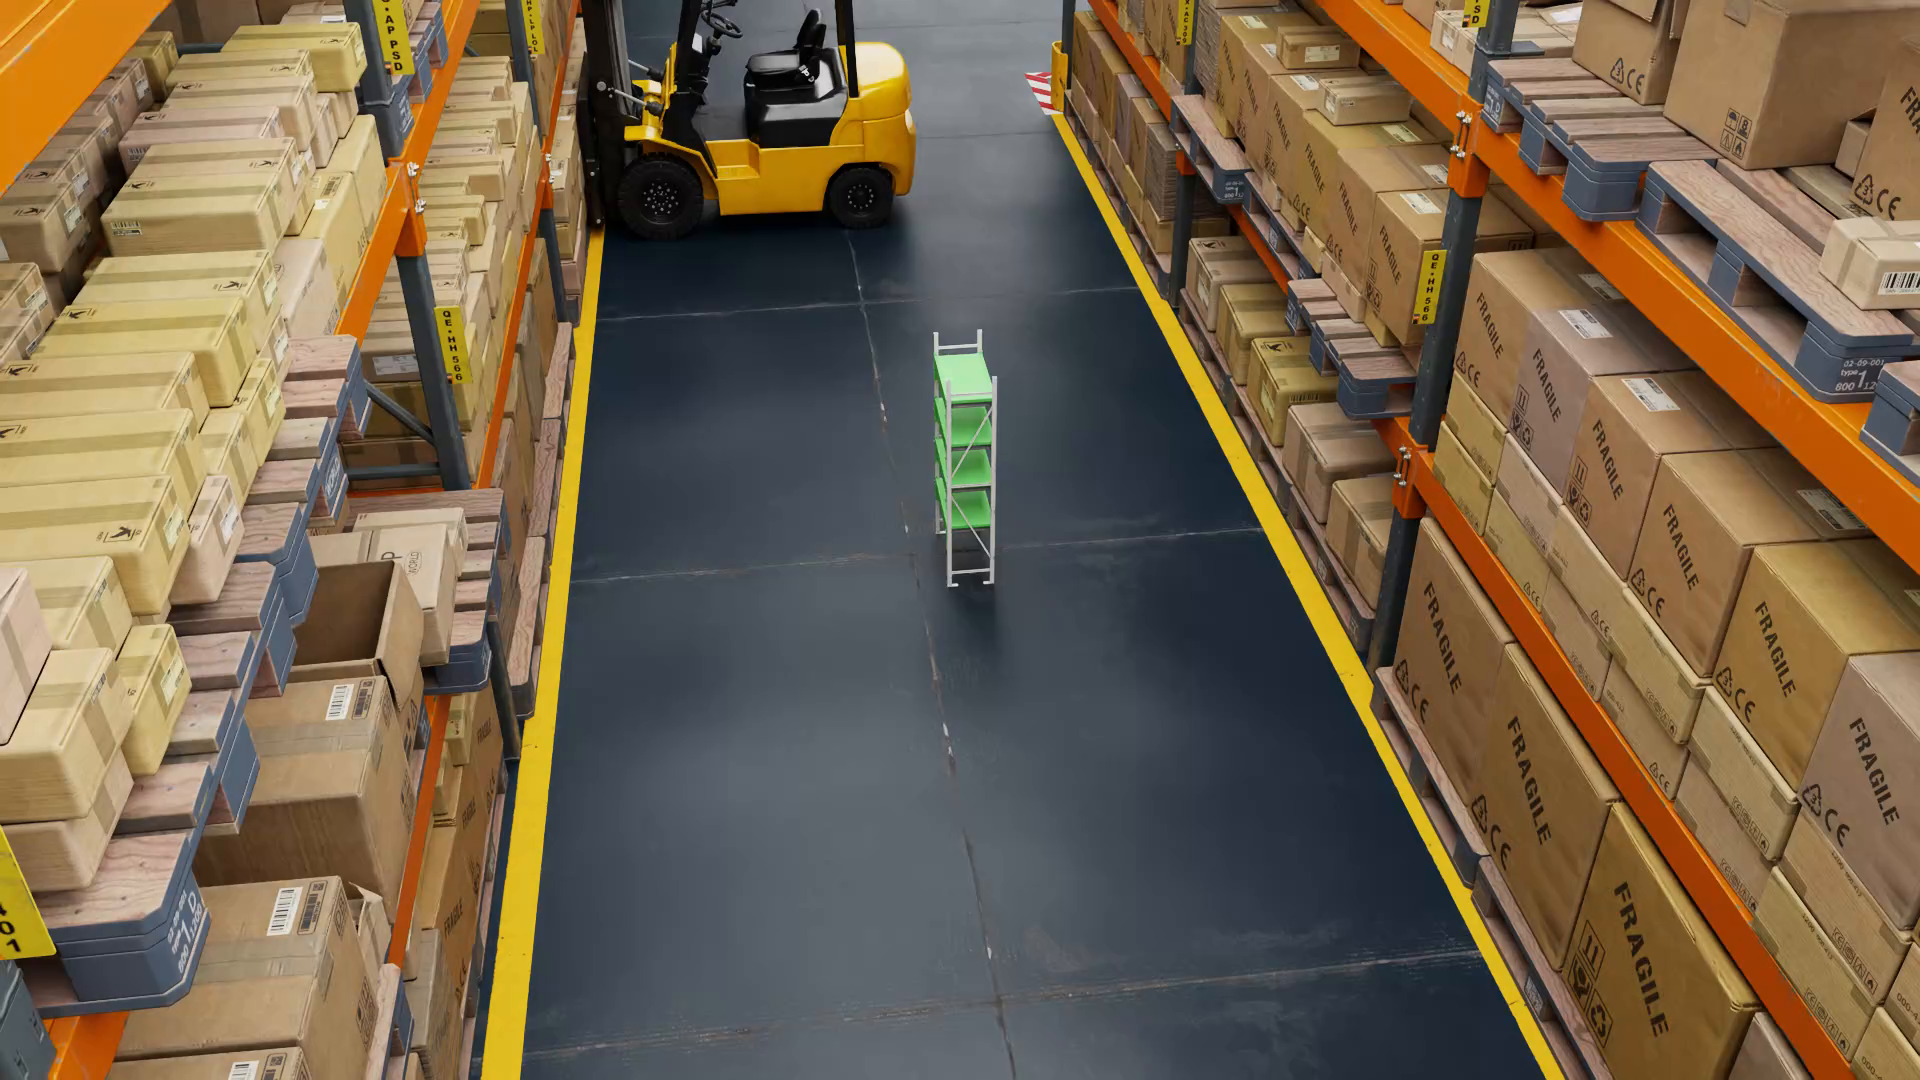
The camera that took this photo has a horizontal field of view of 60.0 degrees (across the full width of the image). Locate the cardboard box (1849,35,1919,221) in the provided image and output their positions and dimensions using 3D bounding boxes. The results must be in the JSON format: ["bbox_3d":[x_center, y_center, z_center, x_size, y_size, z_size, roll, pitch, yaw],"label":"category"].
[{"bbox_3d":[2.972,-1.119,4.732,0.500,0.500,0.500,-4,34,-6],"label":"cardboard box"}]

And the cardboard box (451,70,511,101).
[{"bbox_3d":[-2.689,-2.473,9.179,0.380,0.149,0.250,-5,35,-7],"label":"cardboard box"}]

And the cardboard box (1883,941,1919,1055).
[{"bbox_3d":[2.686,1.234,4.094,0.500,0.250,0.500,-4,35,-6],"label":"cardboard box"}]

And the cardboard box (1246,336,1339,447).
[{"bbox_3d":[2.178,-0.865,9.444,0.950,0.372,0.625,-3,34,-5],"label":"cardboard box"}]

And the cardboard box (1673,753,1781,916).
[{"bbox_3d":[2.559,0.869,5.073,0.500,0.250,0.500,-5,35,-8],"label":"cardboard box"}]

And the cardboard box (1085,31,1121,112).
[{"bbox_3d":[1.285,-3.662,12.991,0.500,0.500,0.500,-6,35,-8],"label":"cardboard box"}]

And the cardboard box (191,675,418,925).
[{"bbox_3d":[-1.951,0.755,4.645,0.700,0.500,0.500,-5,35,-7],"label":"cardboard box"}]

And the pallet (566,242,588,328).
[{"bbox_3d":[-3.074,-1.775,11.296,1.003,0.211,1.213,-4,35,-6],"label":"pallet"}]

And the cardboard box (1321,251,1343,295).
[{"bbox_3d":[1.959,-1.283,7.949,0.380,0.149,0.250,-6,35,-9],"label":"cardboard box"}]

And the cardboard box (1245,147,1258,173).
[{"bbox_3d":[1.803,-2.157,9.230,0.380,0.149,0.250,-4,34,-6],"label":"cardboard box"}]

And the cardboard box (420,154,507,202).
[{"bbox_3d":[-2.428,-1.763,8.137,0.380,0.149,0.250,-5,35,-8],"label":"cardboard box"}]

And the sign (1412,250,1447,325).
[{"bbox_3d":[1.912,-1.026,6.762,0.100,0.325,0.005,-4,35,-6],"label":"sign"}]

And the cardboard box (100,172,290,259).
[{"bbox_3d":[-1.956,-0.820,4.270,0.380,0.149,0.250,-4,35,-6],"label":"cardboard box"}]

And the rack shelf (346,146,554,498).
[{"bbox_3d":[-2.739,-1.067,8.420,1.077,0.370,4.000,-4,35,-6],"label":"rack shelf"}]

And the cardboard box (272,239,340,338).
[{"bbox_3d":[-2.025,-0.598,4.562,0.500,0.250,0.500,-4,35,-6],"label":"cardboard box"}]

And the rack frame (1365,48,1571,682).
[{"bbox_3d":[2.448,-0.626,7.134,1.000,3.000,0.127,-4,35,-6],"label":"rack frame"}]

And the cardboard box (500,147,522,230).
[{"bbox_3d":[-2.549,-1.798,8.543,0.500,0.250,0.500,-4,34,-5],"label":"cardboard box"}]

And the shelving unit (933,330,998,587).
[{"bbox_3d":[0.022,-0.403,8.405,0.258,1.200,0.503,-4,35,-6],"label":"shelving unit"}]

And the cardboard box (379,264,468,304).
[{"bbox_3d":[-2.318,-1.048,7.088,0.380,0.149,0.250,-3,34,-5],"label":"cardboard box"}]

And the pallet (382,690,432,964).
[{"bbox_3d":[-2.204,0.916,5.041,1.003,0.211,1.213,-4,35,-6],"label":"pallet"}]

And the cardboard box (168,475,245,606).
[{"bbox_3d":[-1.659,0.008,3.301,0.380,0.149,0.250,-4,34,-6],"label":"cardboard box"}]

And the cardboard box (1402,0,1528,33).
[{"bbox_3d":[2.330,-2.437,7.038,0.700,0.500,0.500,-4,35,-6],"label":"cardboard box"}]

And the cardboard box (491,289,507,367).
[{"bbox_3d":[-2.427,-1.020,7.845,0.500,0.250,0.500,-5,35,-8],"label":"cardboard box"}]

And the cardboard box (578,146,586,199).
[{"bbox_3d":[-2.893,-2.580,11.625,0.500,0.250,0.500,-5,35,-7],"label":"cardboard box"}]

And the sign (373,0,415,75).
[{"bbox_3d":[-1.932,-1.741,5.648,0.100,0.325,0.005,-4,35,-6],"label":"sign"}]

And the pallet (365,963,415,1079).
[{"bbox_3d":[-1.931,1.609,4.024,1.003,0.211,1.213,-4,35,-6],"label":"pallet"}]

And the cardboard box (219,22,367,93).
[{"bbox_3d":[-2.131,-1.544,5.332,0.380,0.149,0.250,-3,34,-5],"label":"cardboard box"}]

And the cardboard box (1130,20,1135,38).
[{"bbox_3d":[1.420,-3.623,11.754,0.380,0.149,0.250,-5,35,-7],"label":"cardboard box"}]

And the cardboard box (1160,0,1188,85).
[{"bbox_3d":[1.604,-3.252,10.634,0.500,0.500,0.500,-5,35,-8],"label":"cardboard box"}]

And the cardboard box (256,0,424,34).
[{"bbox_3d":[-2.326,-2.167,6.180,0.500,0.500,0.500,-4,34,-6],"label":"cardboard box"}]

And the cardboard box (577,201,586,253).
[{"bbox_3d":[-2.829,-2.095,11.358,0.500,0.250,0.500,-5,35,-7],"label":"cardboard box"}]

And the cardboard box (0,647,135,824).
[{"bbox_3d":[-1.538,0.310,2.593,0.380,0.149,0.250,-3,34,-5],"label":"cardboard box"}]

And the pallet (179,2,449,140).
[{"bbox_3d":[-2.650,-1.782,6.334,1.213,0.211,1.003,-3,34,-4],"label":"pallet"}]

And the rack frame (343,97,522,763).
[{"bbox_3d":[-2.470,-0.248,6.579,1.000,3.000,0.127,-4,35,-6],"label":"rack frame"}]

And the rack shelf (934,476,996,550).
[{"bbox_3d":[0.022,-0.152,8.576,0.258,0.148,0.480,-4,35,-6],"label":"rack shelf"}]

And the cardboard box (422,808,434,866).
[{"bbox_3d":[-2.103,1.051,5.944,0.380,0.149,0.250,-3,34,-5],"label":"cardboard box"}]

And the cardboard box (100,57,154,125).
[{"bbox_3d":[-2.689,-1.343,5.037,0.380,0.149,0.250,-4,34,-6],"label":"cardboard box"}]

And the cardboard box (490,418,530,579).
[{"bbox_3d":[-2.636,-0.154,8.176,0.875,0.625,0.625,-3,34,-5],"label":"cardboard box"}]

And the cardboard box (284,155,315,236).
[{"bbox_3d":[-2.082,-0.981,4.770,0.380,0.149,0.250,-4,35,-6],"label":"cardboard box"}]

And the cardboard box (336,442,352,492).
[{"bbox_3d":[-2.784,-0.418,6.961,0.500,0.250,0.500,-5,35,-7],"label":"cardboard box"}]

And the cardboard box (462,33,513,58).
[{"bbox_3d":[-2.790,-2.988,9.934,0.380,0.149,0.250,-5,35,-7],"label":"cardboard box"}]

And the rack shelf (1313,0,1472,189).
[{"bbox_3d":[2.179,-2.685,8.130,1.077,0.370,4.000,-4,35,-6],"label":"rack shelf"}]

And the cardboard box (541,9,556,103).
[{"bbox_3d":[-2.896,-3.078,10.644,0.500,0.500,0.500,-4,34,-6],"label":"cardboard box"}]

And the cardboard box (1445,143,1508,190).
[{"bbox_3d":[2.540,-1.523,7.724,0.500,0.500,0.500,-3,34,-4],"label":"cardboard box"}]

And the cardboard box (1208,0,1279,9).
[{"bbox_3d":[1.623,-3.175,9.572,0.380,0.149,0.250,-5,35,-7],"label":"cardboard box"}]

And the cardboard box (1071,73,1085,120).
[{"bbox_3d":[1.207,-3.657,13.650,0.500,0.250,0.500,-5,35,-7],"label":"cardboard box"}]

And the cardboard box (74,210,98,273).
[{"bbox_3d":[-2.585,-0.796,4.499,0.380,0.149,0.250,-5,35,-7],"label":"cardboard box"}]

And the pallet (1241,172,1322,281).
[{"bbox_3d":[2.141,-1.649,8.804,1.003,0.211,1.213,-4,35,-6],"label":"pallet"}]

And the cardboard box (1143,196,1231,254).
[{"bbox_3d":[1.564,-2.205,11.520,0.500,0.250,0.500,-3,34,-4],"label":"cardboard box"}]

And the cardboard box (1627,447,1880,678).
[{"bbox_3d":[2.467,0.061,5.149,0.500,0.500,0.500,-4,34,-6],"label":"cardboard box"}]

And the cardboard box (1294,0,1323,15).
[{"bbox_3d":[2.200,-2.956,9.826,0.500,0.500,0.500,-5,35,-7],"label":"cardboard box"}]

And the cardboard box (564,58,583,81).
[{"bbox_3d":[-3.023,-3.364,12.333,0.500,0.250,0.500,-4,34,-6],"label":"cardboard box"}]

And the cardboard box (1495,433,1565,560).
[{"bbox_3d":[2.340,-0.181,6.170,0.500,0.250,0.500,-4,34,-5],"label":"cardboard box"}]

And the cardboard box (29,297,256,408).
[{"bbox_3d":[-1.779,-0.403,3.641,0.380,0.149,0.250,-4,34,-6],"label":"cardboard box"}]

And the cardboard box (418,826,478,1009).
[{"bbox_3d":[-2.070,1.403,6.003,0.500,0.500,0.500,-3,34,-4],"label":"cardboard box"}]

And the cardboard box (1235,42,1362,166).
[{"bbox_3d":[1.810,-2.356,8.947,0.500,0.500,0.500,-5,35,-7],"label":"cardboard box"}]

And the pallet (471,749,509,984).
[{"bbox_3d":[-2.407,1.324,6.749,1.003,0.211,1.213,-4,35,-6],"label":"pallet"}]

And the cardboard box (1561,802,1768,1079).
[{"bbox_3d":[2.694,1.467,5.576,0.875,0.875,0.875,-3,34,-5],"label":"cardboard box"}]
